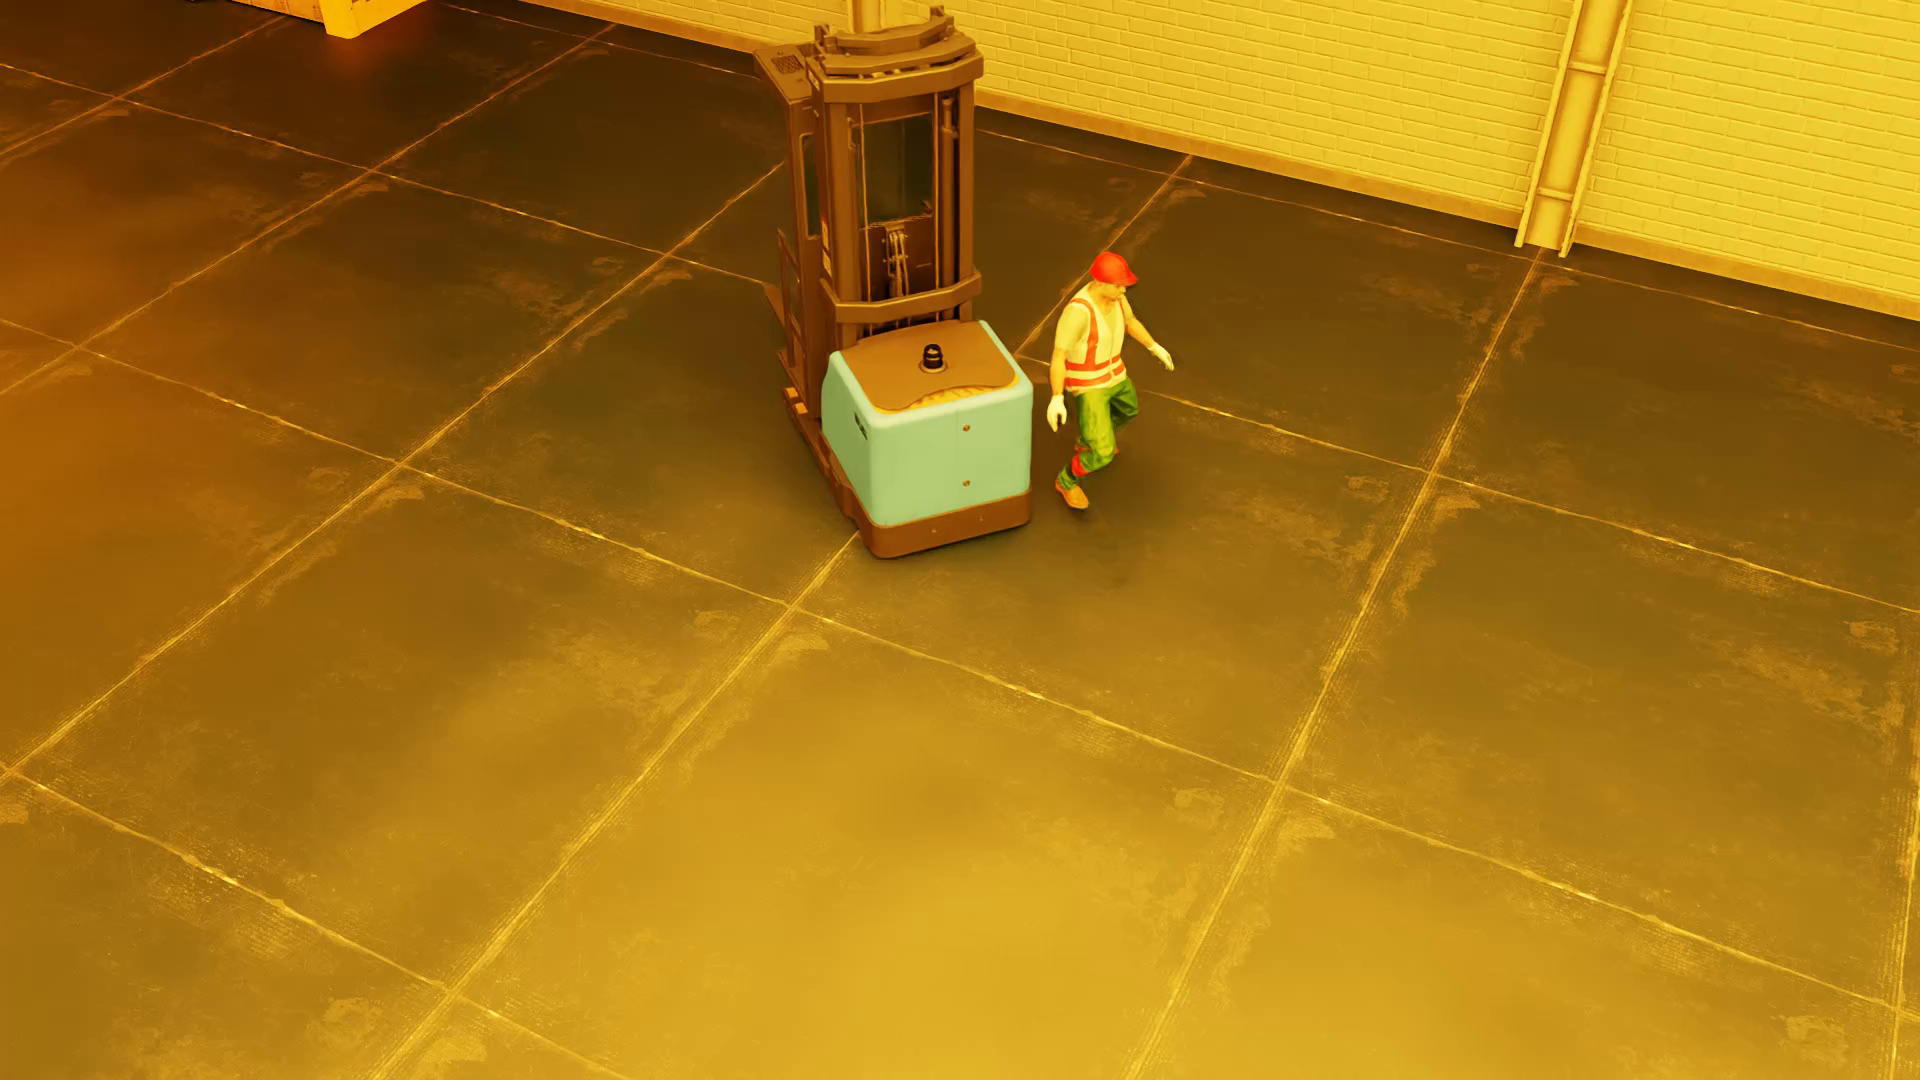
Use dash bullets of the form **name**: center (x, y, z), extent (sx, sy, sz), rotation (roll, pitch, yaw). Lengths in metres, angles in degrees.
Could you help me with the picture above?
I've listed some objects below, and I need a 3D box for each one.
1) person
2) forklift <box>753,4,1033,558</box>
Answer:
- **person**: center (0.869, -1.000, 10.189), extent (0.644, 1.668, 0.985), rotation (30, 49, 31)
- **forklift**: center (-0.565, -1.967, 10.322), extent (1.130, 2.935, 3.031), rotation (-14, 42, -16)
